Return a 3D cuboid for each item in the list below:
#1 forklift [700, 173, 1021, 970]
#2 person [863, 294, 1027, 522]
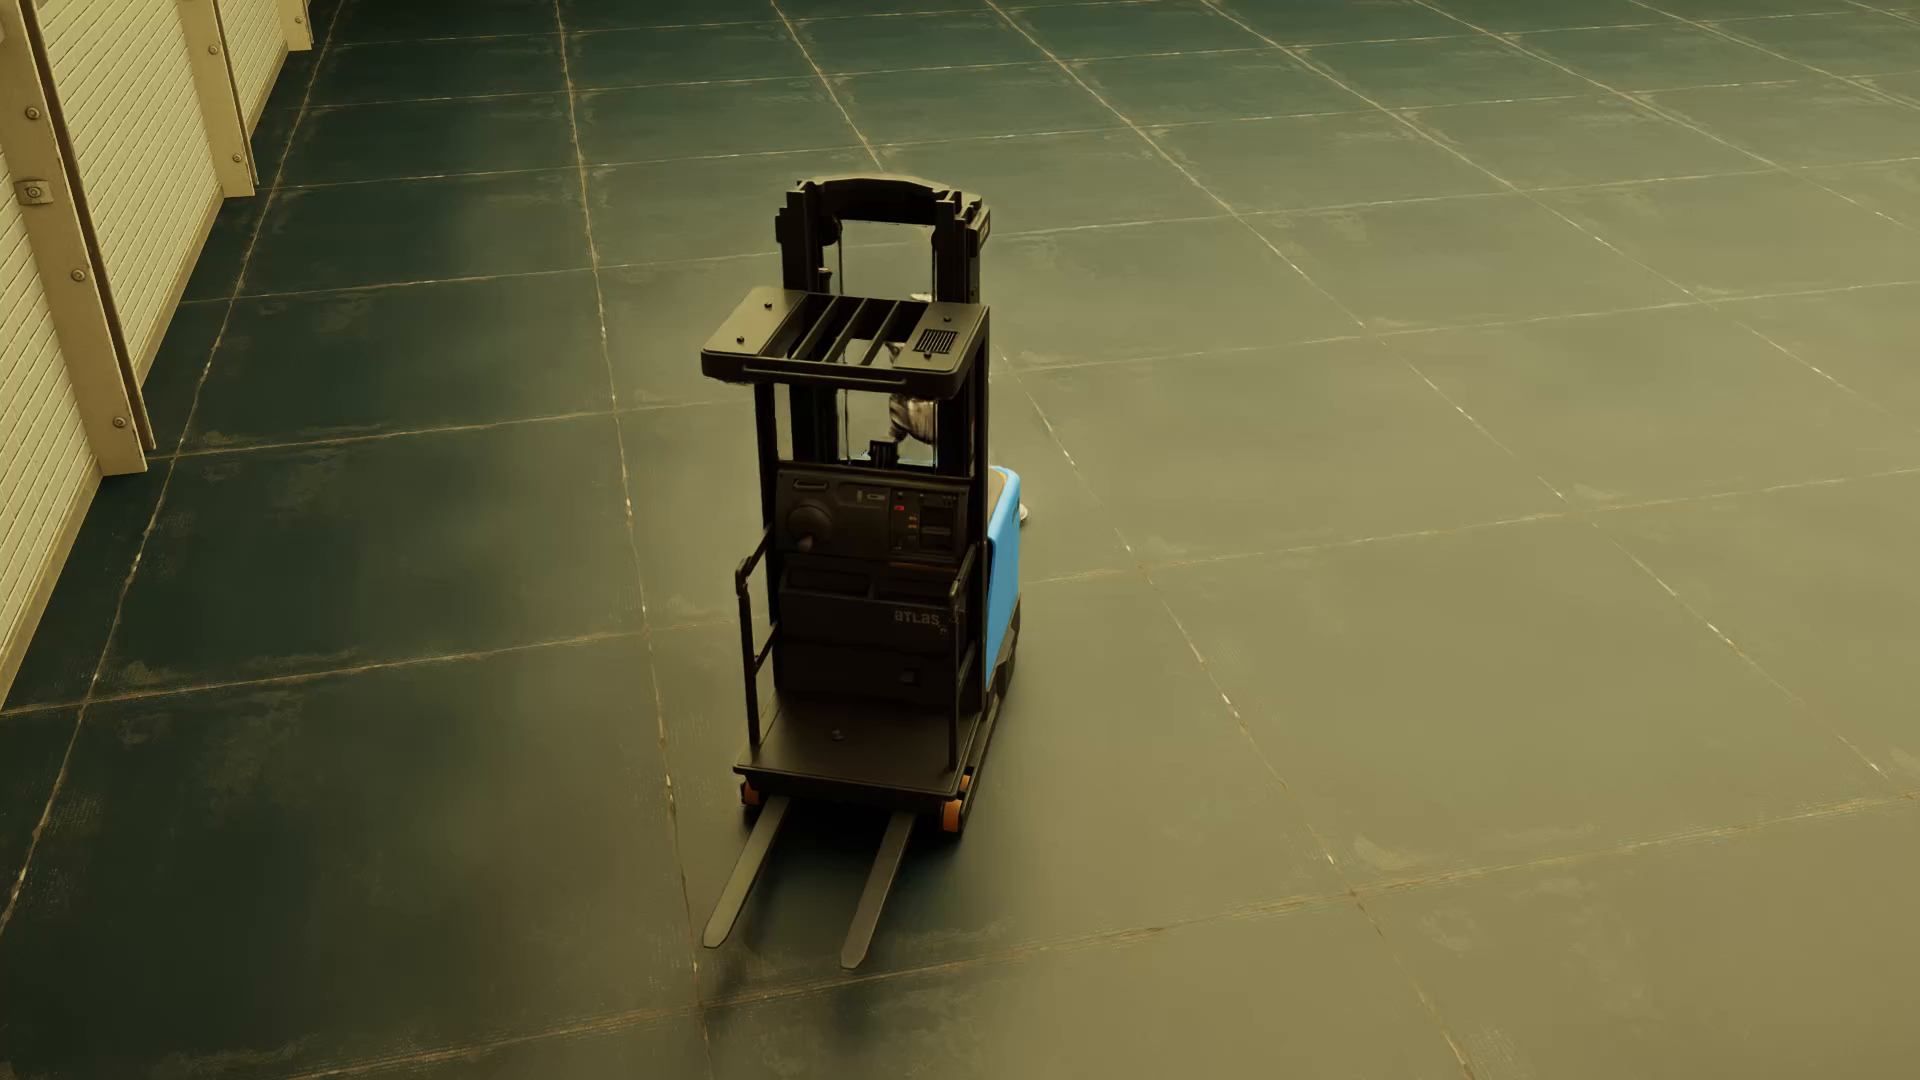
[{"bbox_3d":[-0.461,-0.056,7.672,1.130,2.935,3.031,6,31,10],"label":"forklift"},{"bbox_3d":[-0.186,-0.897,10.574,0.787,1.473,1.248,-21,36,-32],"label":"person"}]
